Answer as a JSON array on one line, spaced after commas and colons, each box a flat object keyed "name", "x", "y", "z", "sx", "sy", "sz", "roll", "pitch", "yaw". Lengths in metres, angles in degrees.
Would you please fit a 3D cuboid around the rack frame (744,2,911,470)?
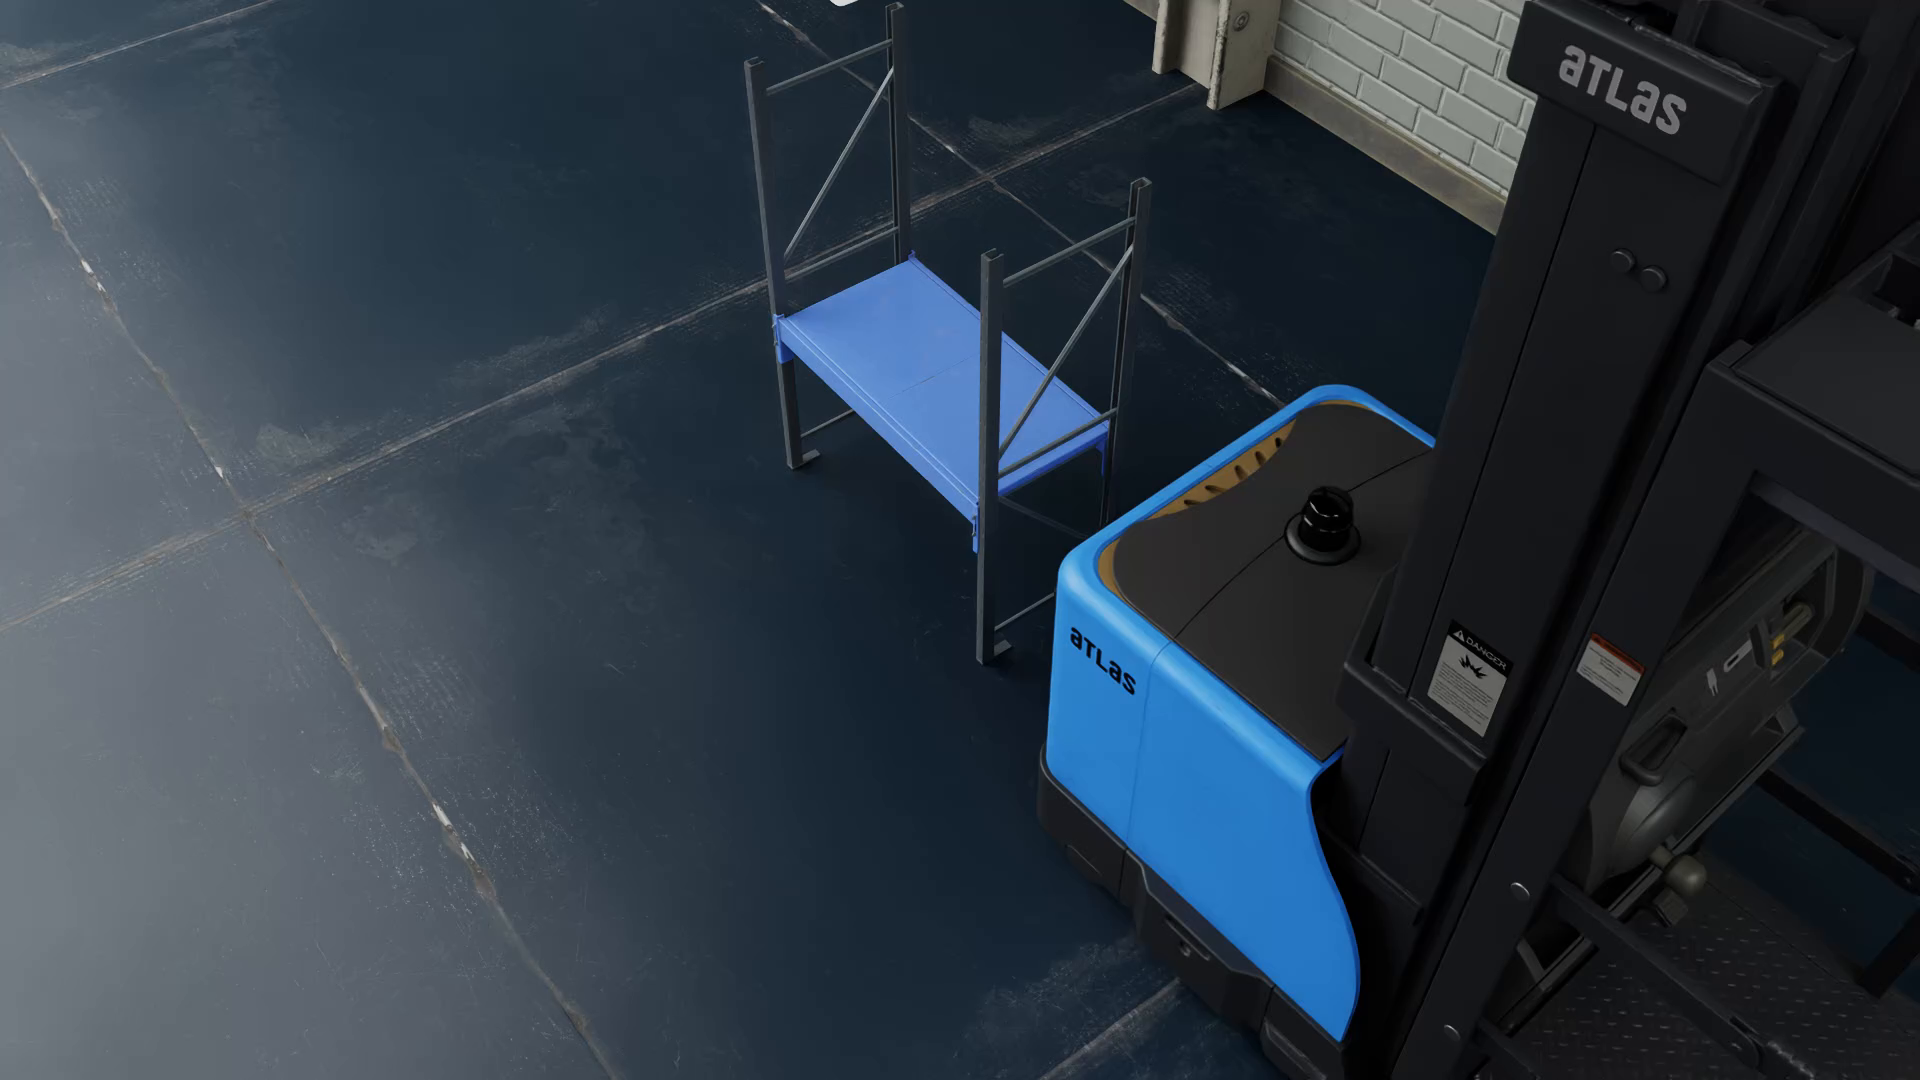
[{"name": "rack frame", "x": -0.359, "y": -0.854, "z": 5.012, "sx": 0.500, "sy": 1.500, "sz": 0.032, "roll": -29, "pitch": 54, "yaw": -24}]

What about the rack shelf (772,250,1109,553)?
[{"name": "rack shelf", "x": -0.052, "y": -0.433, "z": 4.873, "sx": 0.538, "sy": 0.185, "sz": 1.000, "roll": -29, "pitch": 54, "yaw": -24}]

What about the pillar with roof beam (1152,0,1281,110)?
[{"name": "pillar with roof beam", "x": -2.372, "y": -3.046, "z": 1.937, "sx": 9.100, "sy": 9.000, "sz": 0.400, "roll": -29, "pitch": 54, "yaw": -24}]

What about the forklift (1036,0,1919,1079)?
[{"name": "forklift", "x": 1.549, "y": 0.379, "z": 2.928, "sx": 1.130, "sy": 2.935, "sz": 3.031, "roll": -33, "pitch": 56, "yaw": -26}]

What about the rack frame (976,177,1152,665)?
[{"name": "rack frame", "x": 0.256, "y": -0.254, "z": 4.468, "sx": 0.500, "sy": 1.500, "sz": 0.032, "roll": -29, "pitch": 54, "yaw": -24}]

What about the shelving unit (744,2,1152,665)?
[{"name": "shelving unit", "x": -0.052, "y": -0.554, "z": 4.740, "sx": 0.538, "sy": 1.500, "sz": 1.048, "roll": -29, "pitch": 54, "yaw": -24}]
